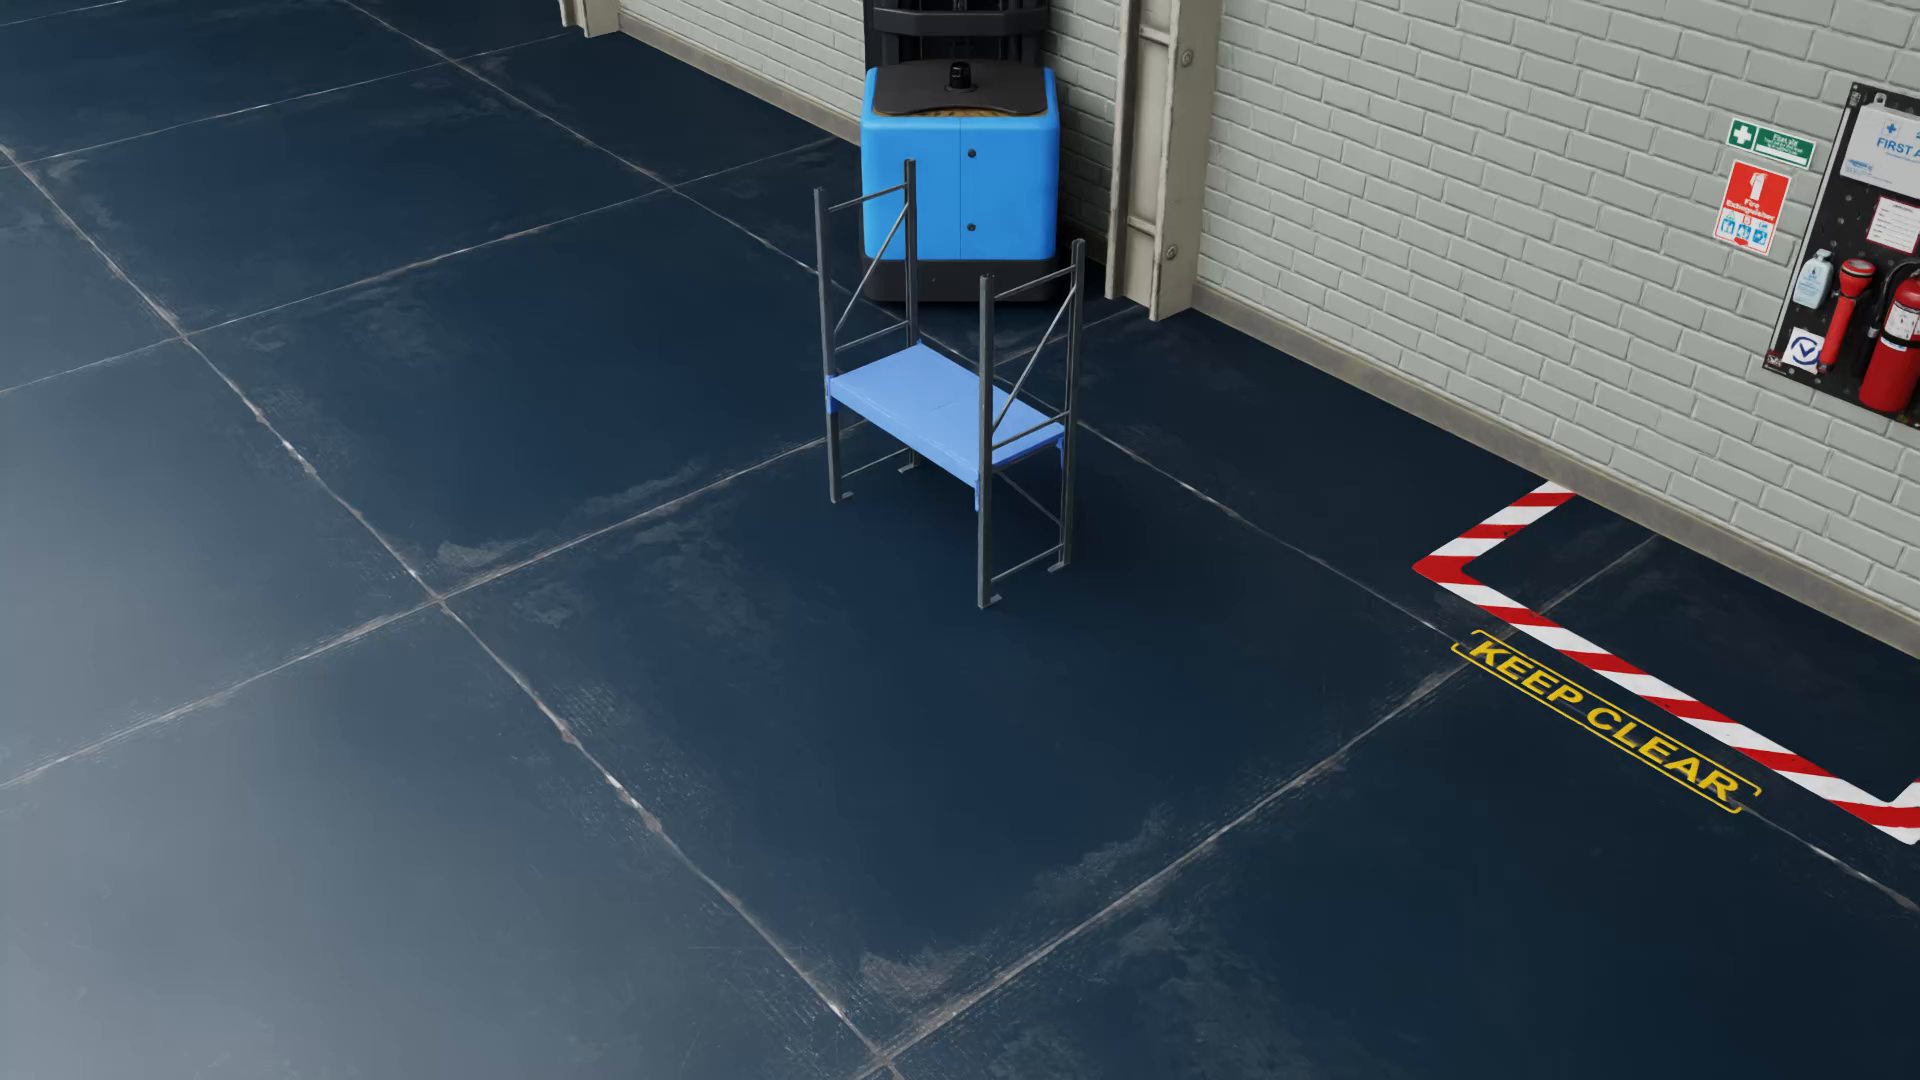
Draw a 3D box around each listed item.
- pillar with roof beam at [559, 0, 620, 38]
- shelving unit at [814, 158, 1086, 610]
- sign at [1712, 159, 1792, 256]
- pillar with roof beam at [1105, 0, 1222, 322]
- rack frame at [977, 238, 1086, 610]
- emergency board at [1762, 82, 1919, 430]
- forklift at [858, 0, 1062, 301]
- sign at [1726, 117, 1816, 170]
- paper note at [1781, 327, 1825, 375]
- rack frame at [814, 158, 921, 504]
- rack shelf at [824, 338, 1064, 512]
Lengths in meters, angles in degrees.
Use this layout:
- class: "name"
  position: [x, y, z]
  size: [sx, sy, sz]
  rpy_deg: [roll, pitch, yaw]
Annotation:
- class: "pillar with roof beam"
  position: [-6.125, -6.026, 7.973]
  size: [9.100, 9.000, 0.400]
  rpy_deg: [-26, 43, -32]
- class: "shelving unit"
  position: [-0.055, -0.650, 6.870]
  size: [0.538, 1.500, 1.048]
  rpy_deg: [-26, 43, -32]
- class: "sign"
  position: [3.064, -1.288, 6.442]
  size: [0.001, 0.329, 0.234]
  rpy_deg: [-26, 43, -32]
- class: "pillar with roof beam"
  position: [-2.253, -3.377, 4.232]
  size: [9.100, 9.000, 0.400]
  rpy_deg: [-26, 43, -32]
- class: "rack frame"
  position: [0.273, -0.425, 6.553]
  size: [0.500, 1.500, 0.032]
  rpy_deg: [-26, 43, -32]
- class: "emergency board"
  position: [3.342, -0.991, 6.053]
  size: [0.194, 1.169, 0.643]
  rpy_deg: [-26, 43, -32]
- class: "forklift"
  position: [0.003, -3.294, 9.366]
  size: [1.130, 2.935, 3.031]
  rpy_deg: [0, 35, 0]
- class: "sign"
  position: [3.060, -1.499, 6.281]
  size: [0.001, 0.109, 0.331]
  rpy_deg: [-26, 43, -32]
- class: "paper note"
  position: [3.281, -0.735, 6.455]
  size: [0.016, 0.148, 0.142]
  rpy_deg: [-26, 43, -32]
- class: "rack frame"
  position: [-0.383, -0.874, 7.187]
  size: [0.500, 1.500, 0.032]
  rpy_deg: [-26, 43, -32]
- class: "rack shelf"
  position: [-0.055, -0.503, 6.974]
  size: [0.538, 0.185, 1.000]
  rpy_deg: [-26, 43, -32]
